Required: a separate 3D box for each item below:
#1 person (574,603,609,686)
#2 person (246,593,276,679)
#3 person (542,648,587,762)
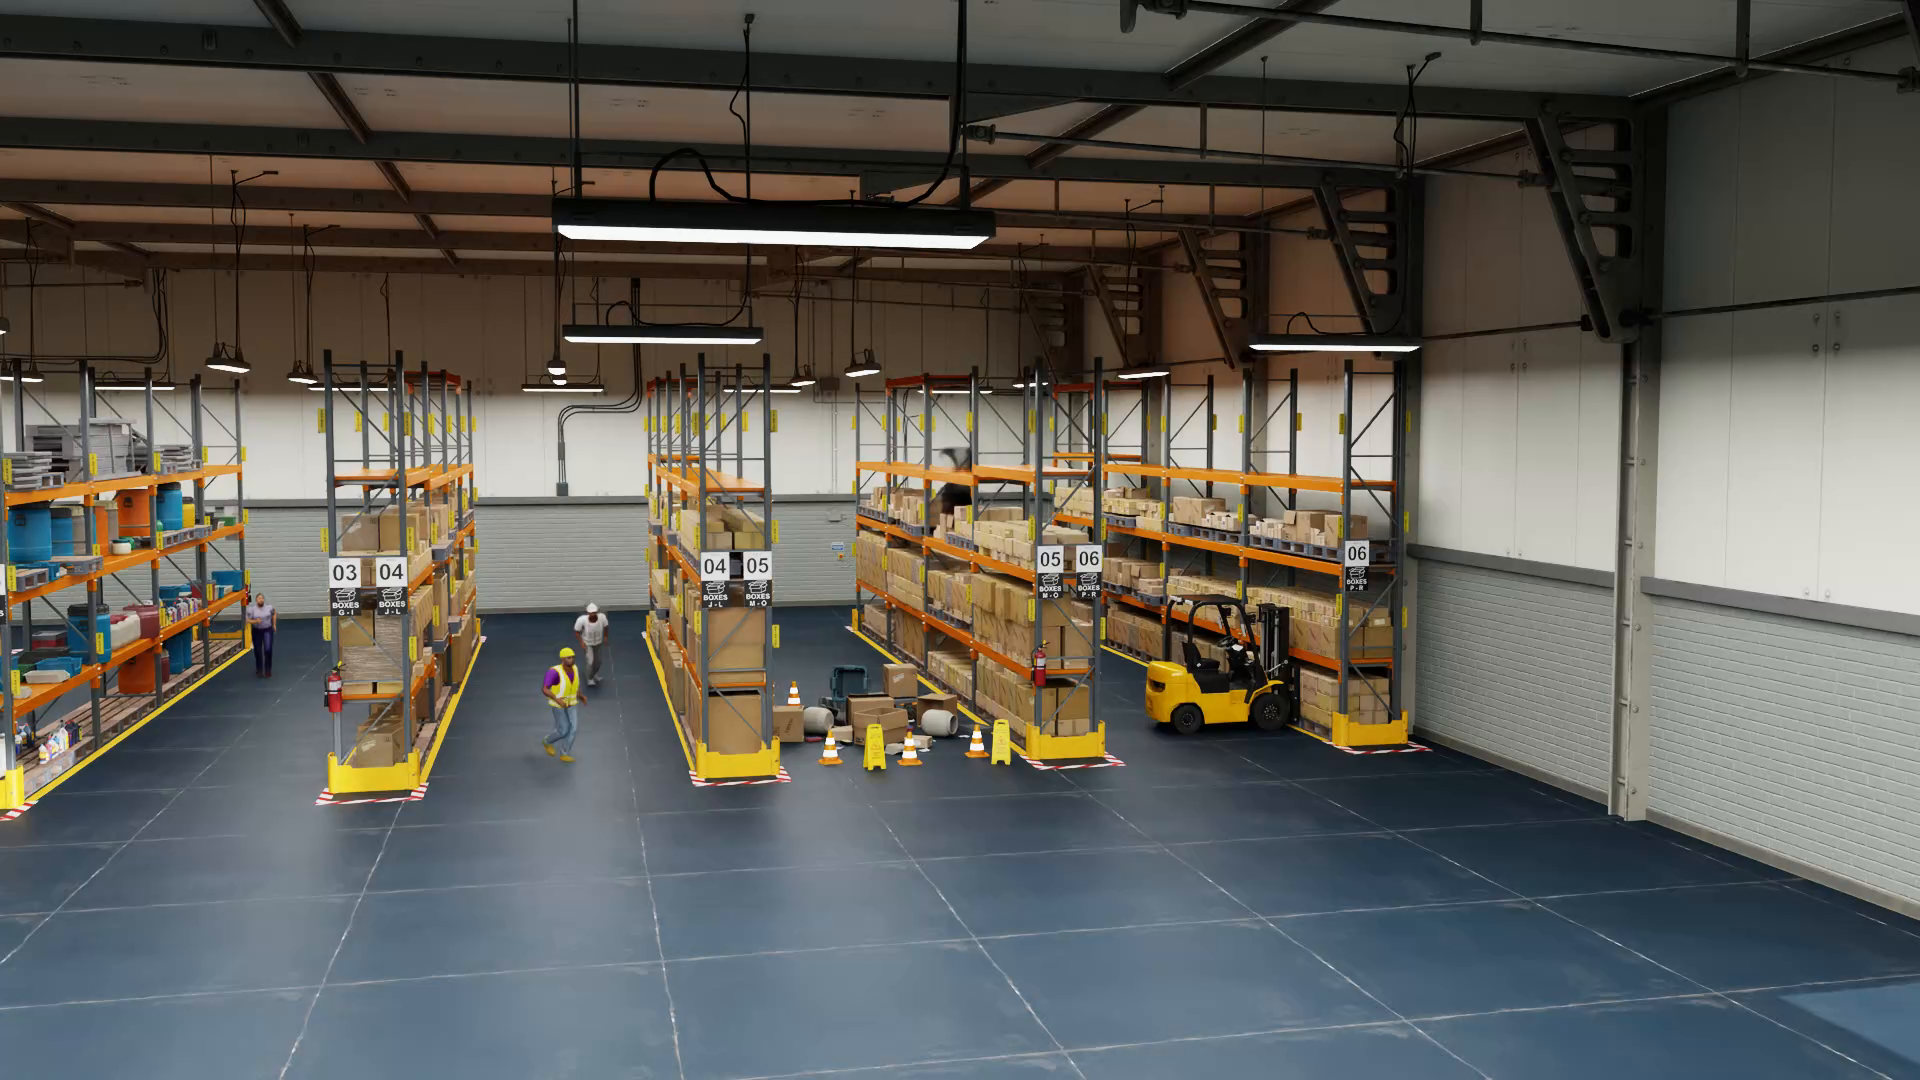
[{"bbox_3d":[-7.048,1.984,31.832,0.715,1.619,0.918,-3,5,-36],"label":"person"},{"bbox_3d":[-13.827,1.892,32.913,0.557,1.707,0.826,-2,4,-22],"label":"person"},{"bbox_3d":[-5.935,2.441,24.716,0.689,1.712,0.700,3,5,41],"label":"person"}]
